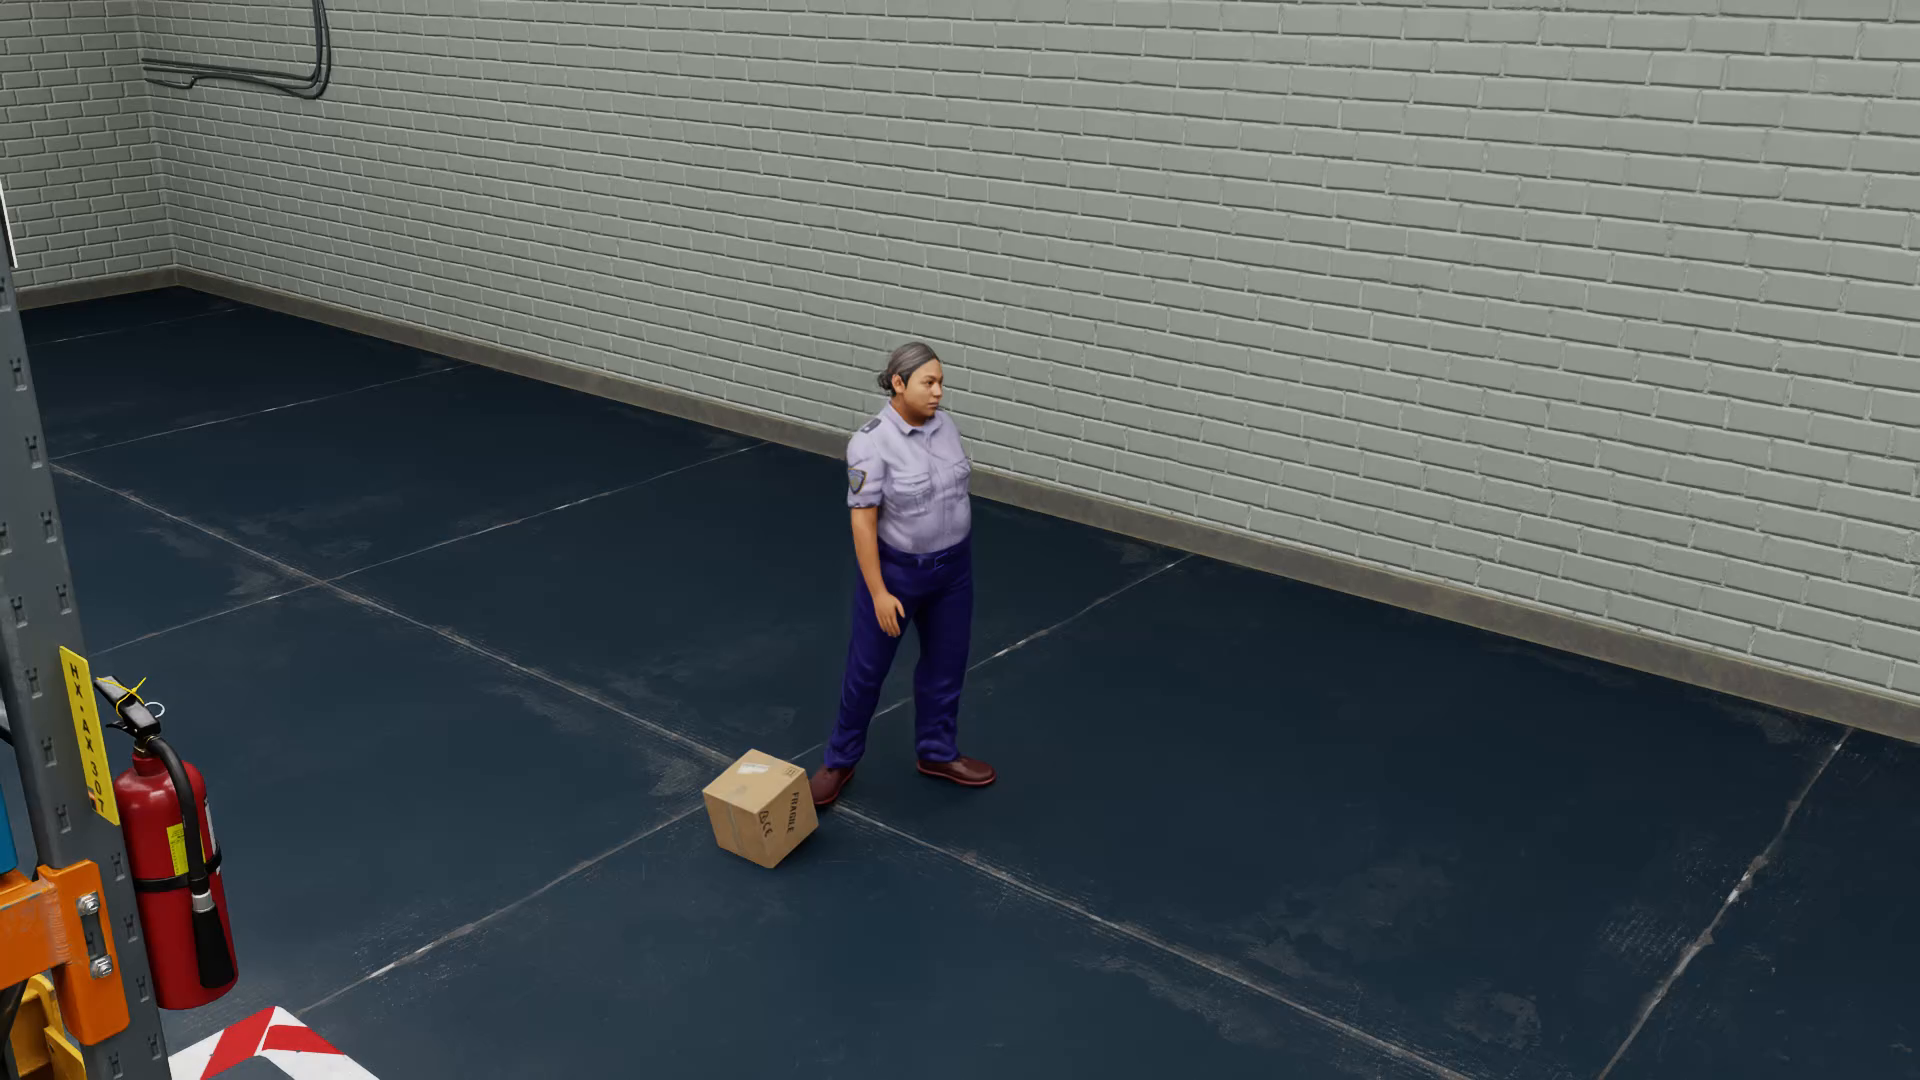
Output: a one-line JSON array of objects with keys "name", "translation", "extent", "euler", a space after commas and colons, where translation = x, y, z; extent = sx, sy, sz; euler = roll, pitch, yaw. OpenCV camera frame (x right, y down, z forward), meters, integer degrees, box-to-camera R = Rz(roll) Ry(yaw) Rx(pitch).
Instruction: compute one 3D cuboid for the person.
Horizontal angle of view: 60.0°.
[{"name": "person", "translation": [-0.235, 0.134, 5.723], "extent": [0.678, 1.652, 0.446], "euler": [-16, 26, -37]}]
